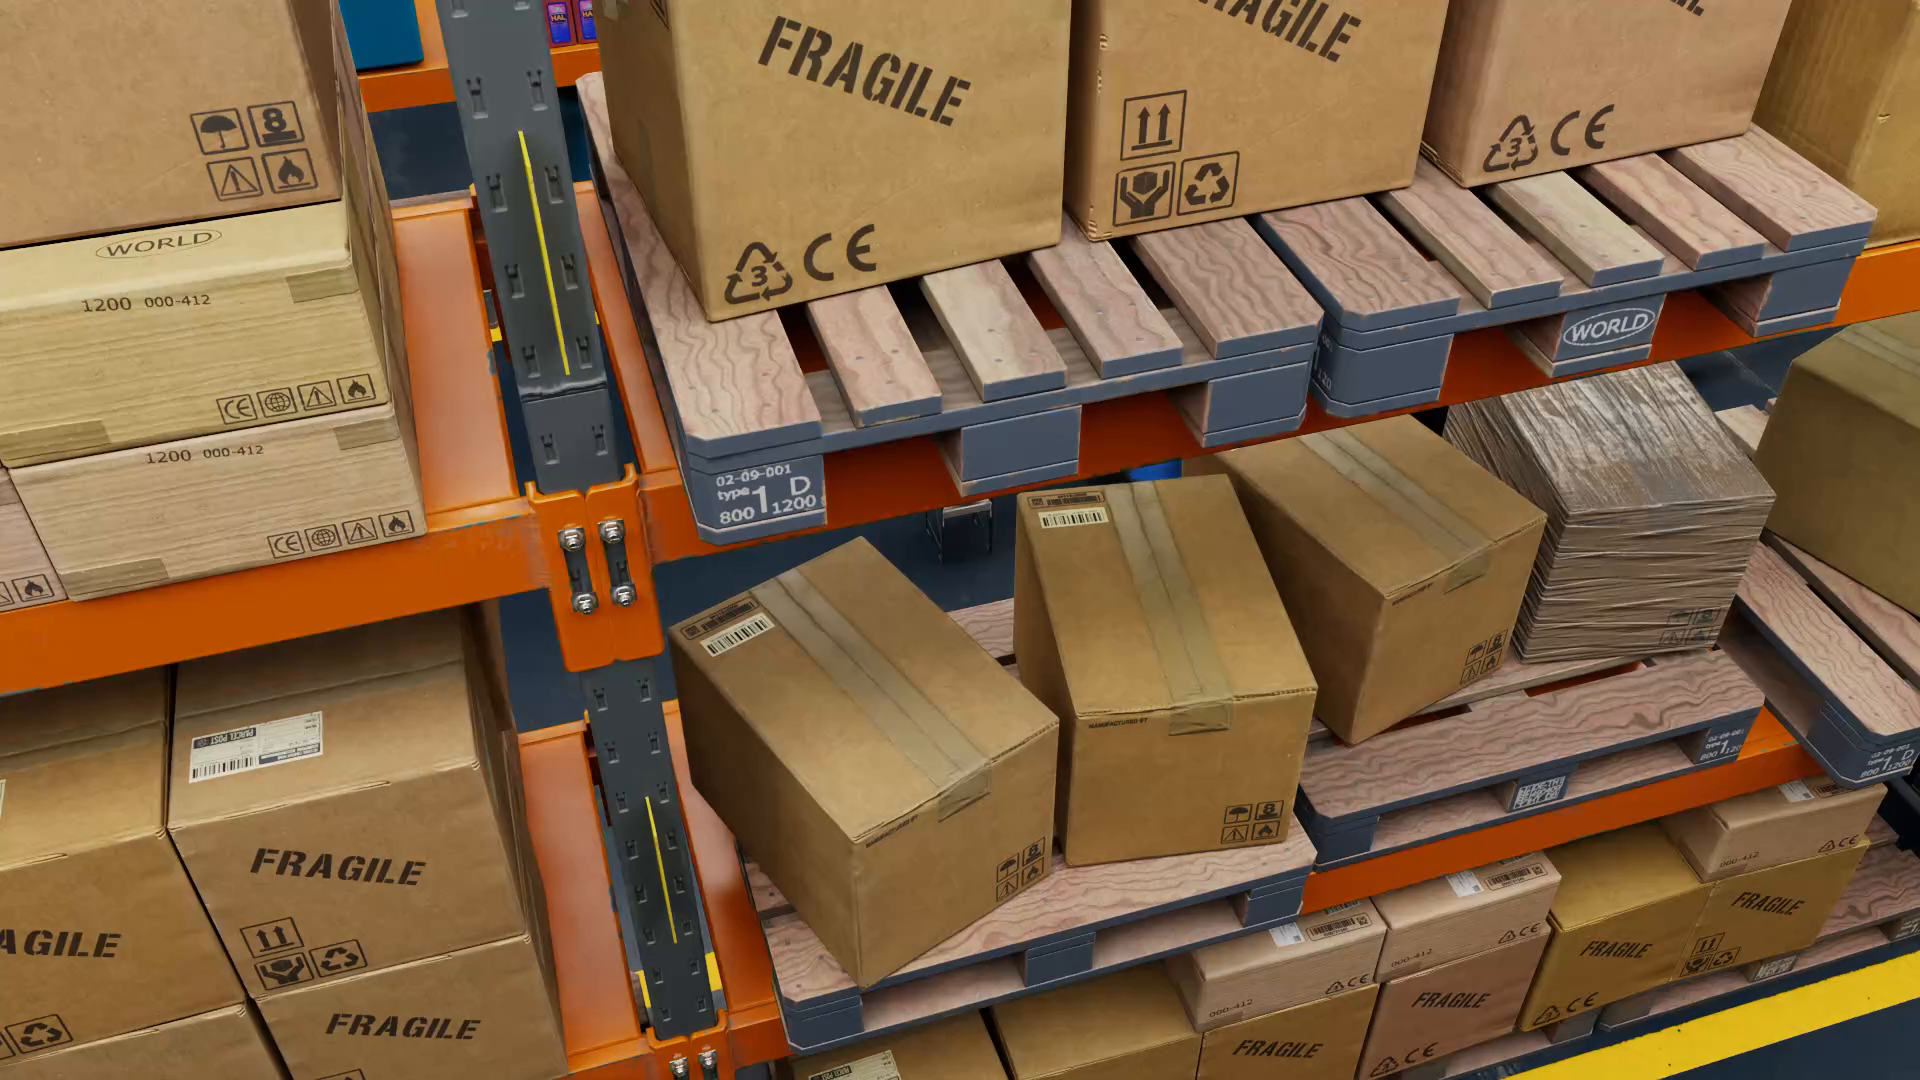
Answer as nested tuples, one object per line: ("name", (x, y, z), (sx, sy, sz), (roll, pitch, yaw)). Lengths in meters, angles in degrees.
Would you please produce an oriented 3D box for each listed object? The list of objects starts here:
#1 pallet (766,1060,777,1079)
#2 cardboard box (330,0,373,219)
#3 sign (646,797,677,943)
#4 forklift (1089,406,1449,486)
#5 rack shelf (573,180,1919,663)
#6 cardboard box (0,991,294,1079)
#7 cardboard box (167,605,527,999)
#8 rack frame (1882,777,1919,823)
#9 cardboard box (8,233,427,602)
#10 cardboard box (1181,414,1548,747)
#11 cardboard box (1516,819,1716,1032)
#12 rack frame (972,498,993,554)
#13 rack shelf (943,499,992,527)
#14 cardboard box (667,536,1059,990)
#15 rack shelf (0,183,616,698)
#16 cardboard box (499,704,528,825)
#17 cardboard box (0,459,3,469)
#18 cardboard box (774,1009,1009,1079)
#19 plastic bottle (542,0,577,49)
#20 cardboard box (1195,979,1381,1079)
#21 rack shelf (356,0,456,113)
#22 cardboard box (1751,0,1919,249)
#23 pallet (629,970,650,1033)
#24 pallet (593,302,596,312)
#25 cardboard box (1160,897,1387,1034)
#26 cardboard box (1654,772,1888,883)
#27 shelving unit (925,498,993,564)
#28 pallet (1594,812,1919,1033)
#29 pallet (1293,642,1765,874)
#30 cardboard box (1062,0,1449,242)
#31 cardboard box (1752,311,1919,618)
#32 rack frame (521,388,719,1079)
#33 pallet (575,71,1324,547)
("pallet", (0.037, 1.471, 4.906), (1.213, 0.211, 1.003), (-12, 42, -13))
("cardboard box", (-1.266, -0.716, 2.744), (0.500, 0.250, 0.500), (-12, 42, -13))
("sign", (-0.558, 0.618, 3.105), (0.005, 0.325, 0.100), (-12, 42, -13))
("forklift", (1.946, -1.669, 6.433), (3.031, 2.935, 1.130), (-16, 44, -18))
("rack shelf", (1.180, -0.649, 3.480), (4.000, 0.370, 1.077), (-12, 42, -13))
("cardboard box", (-1.619, 0.930, 3.330), (0.500, 0.500, 0.500), (-11, 42, -12))
("cardboard box", (-1.132, 0.453, 3.116), (0.500, 0.500, 0.500), (-11, 42, -13))
("rack frame", (3.087, -0.186, 4.683), (0.127, 3.000, 1.000), (-12, 42, -13))
("cardboard box", (-1.112, -0.205, 2.539), (0.500, 0.250, 0.500), (-12, 42, -13))
("cardboard box", (0.939, 0.021, 4.051), (0.500, 0.500, 0.700), (-22, 46, -24))
("cardboard box", (1.772, 1.024, 4.863), (0.500, 0.500, 0.500), (-13, 43, -15))
("rack frame", (0.089, -0.357, 6.475), (0.006, 0.900, 0.240), (-12, 42, -13))
("rack shelf", (-0.008, -0.177, 6.592), (0.200, 0.077, 0.258), (-12, 42, -13))
("cardboard box", (-0.209, 0.456, 3.553), (0.500, 0.500, 0.700), (-26, 48, -27))
("rack shelf", (-2.635, 0.141, 2.575), (4.000, 0.370, 1.077), (-12, 42, -13))
("cardboard box", (-1.296, 0.497, 3.825), (0.500, 0.500, 0.500), (-11, 42, -12))
("cardboard box", (-1.588, -0.293, 2.260), (0.500, 0.250, 0.500), (-12, 42, -13))
("cardboard box", (-0.193, 1.438, 4.390), (0.500, 0.500, 0.500), (-14, 43, -15))
("plastic bottle", (-1.734, -2.265, 7.152), (0.133, 0.283, 0.061), (-12, 42, -13))
("cardboard box", (0.791, 1.231, 4.626), (0.500, 0.500, 0.500), (-11, 42, -13))
("rack shelf", (-4.120, -1.838, 7.121), (4.000, 0.370, 1.077), (-12, 42, -13))
("cardboard box", (1.699, -1.042, 3.307), (0.500, 0.500, 0.910), (-12, 42, -13))
("pallet", (-1.383, 1.790, 4.541), (1.213, 0.211, 1.003), (-12, 42, -13))
("pallet", (-1.464, -1.581, 8.399), (1.213, 0.211, 1.003), (-12, 42, -13))
("cardboard box", (0.761, 0.958, 4.369), (0.500, 0.250, 0.500), (-12, 42, -13))
("cardboard box", (2.213, 0.654, 4.718), (0.500, 0.250, 0.500), (-10, 42, -11))
("shelving unit", (-0.008, -0.337, 6.452), (0.210, 0.900, 0.258), (-12, 42, -13))
("pallet", (2.364, 0.988, 5.458), (1.213, 0.211, 1.003), (-12, 42, -13))
("pallet", (1.234, 0.274, 4.303), (1.213, 0.211, 1.003), (-12, 42, -13))
("cardboard box", (0.405, -0.958, 2.815), (0.600, 0.600, 0.600), (-12, 43, -14))
("cardboard box", (2.521, -0.186, 4.288), (0.500, 0.500, 0.700), (-26, 48, -27))
("rack frame", (-0.728, 0.605, 3.778), (0.127, 3.000, 1.000), (-12, 42, -13))
("pallet", (-0.085, -0.539, 2.950), (1.003, 0.211, 1.213), (-12, 42, -13))
